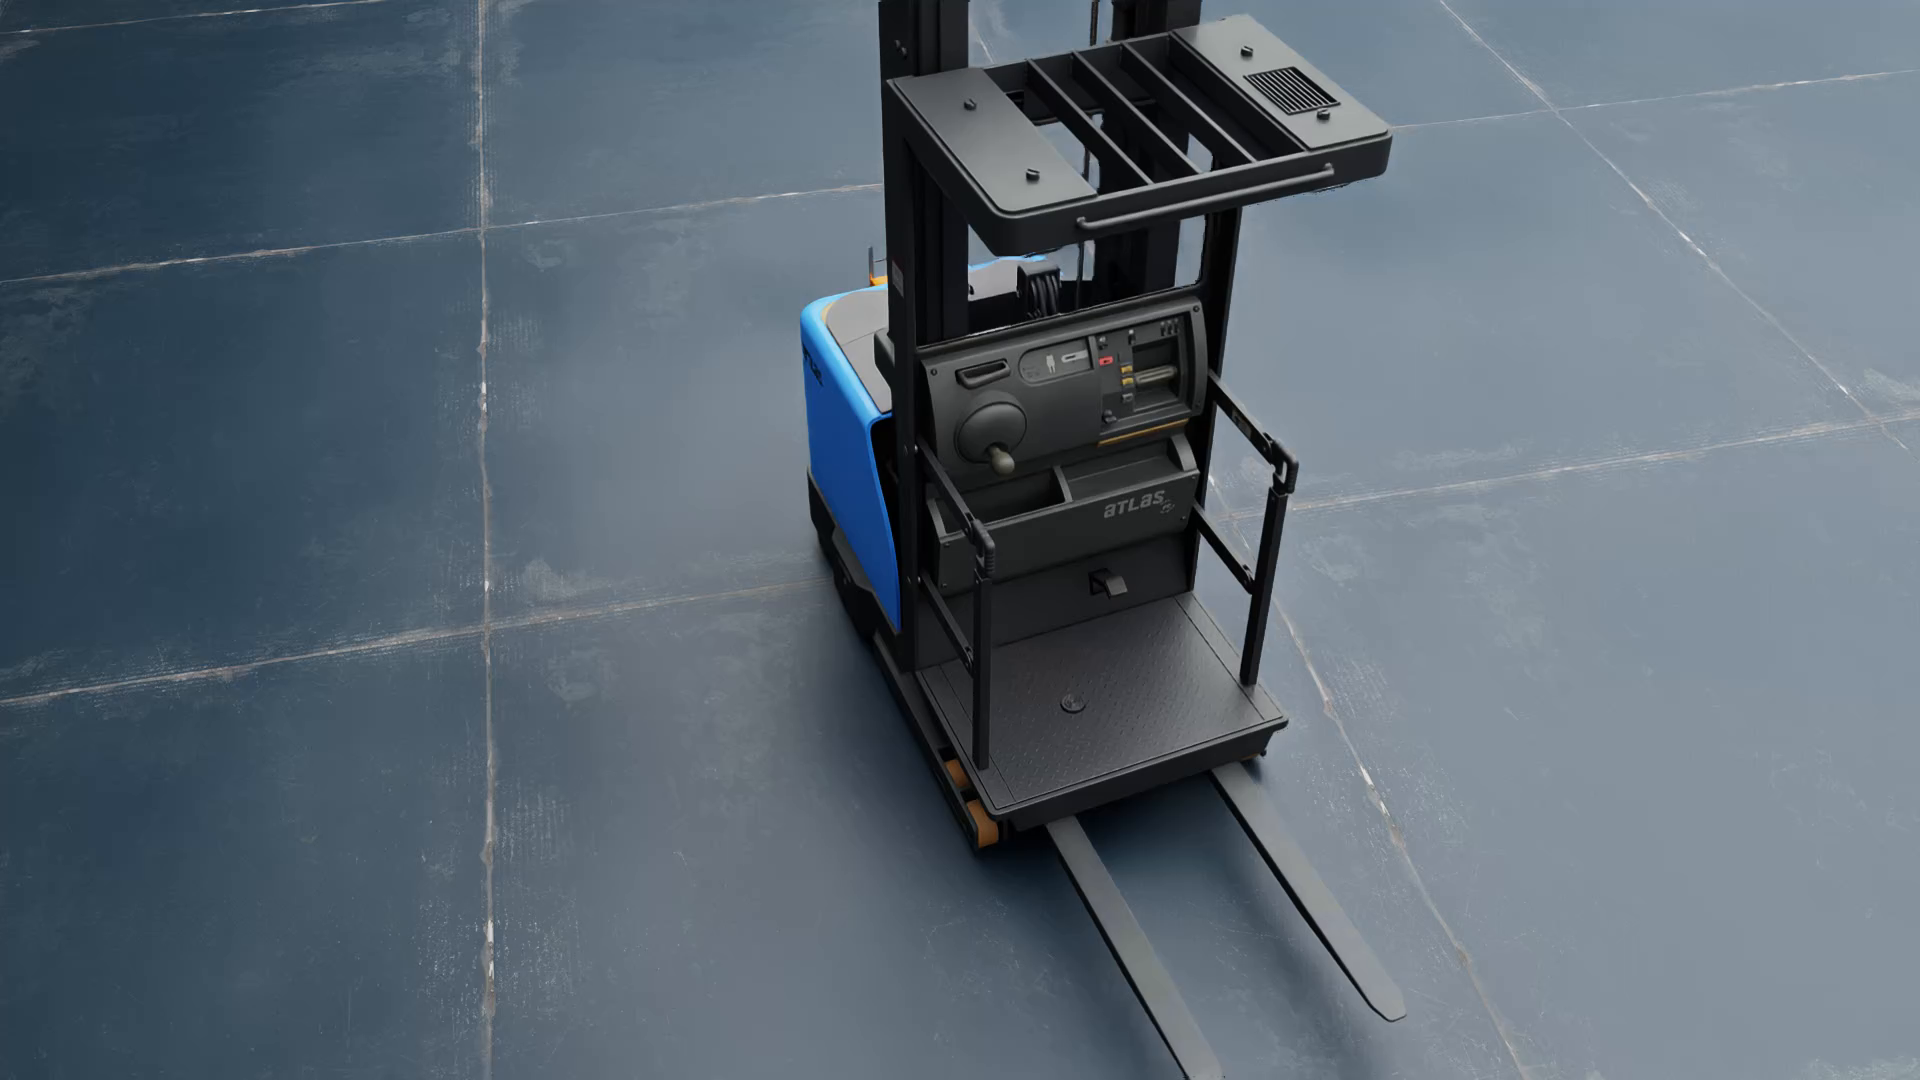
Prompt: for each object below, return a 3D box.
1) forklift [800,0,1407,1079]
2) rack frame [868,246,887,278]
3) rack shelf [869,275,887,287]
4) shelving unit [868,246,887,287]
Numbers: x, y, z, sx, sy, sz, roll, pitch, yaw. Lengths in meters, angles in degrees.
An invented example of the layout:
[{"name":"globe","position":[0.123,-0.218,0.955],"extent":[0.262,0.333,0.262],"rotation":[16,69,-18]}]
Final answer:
[{"name":"forklift","position":[0.422,-0.388,4.979],"extent":[1.130,2.935,3.031],"rotation":[-15,44,-17]},{"name":"rack frame","position":[-0.261,-0.768,6.825],"extent":[0.200,1.050,0.008],"rotation":[-15,44,-17]},{"name":"rack shelf","position":[-0.215,-0.898,6.559],"extent":[0.215,0.259,0.240],"rotation":[-15,44,-17]},{"name":"shelving unit","position":[-0.215,-0.693,6.740],"extent":[0.215,1.050,0.252],"rotation":[-15,44,-17]}]
